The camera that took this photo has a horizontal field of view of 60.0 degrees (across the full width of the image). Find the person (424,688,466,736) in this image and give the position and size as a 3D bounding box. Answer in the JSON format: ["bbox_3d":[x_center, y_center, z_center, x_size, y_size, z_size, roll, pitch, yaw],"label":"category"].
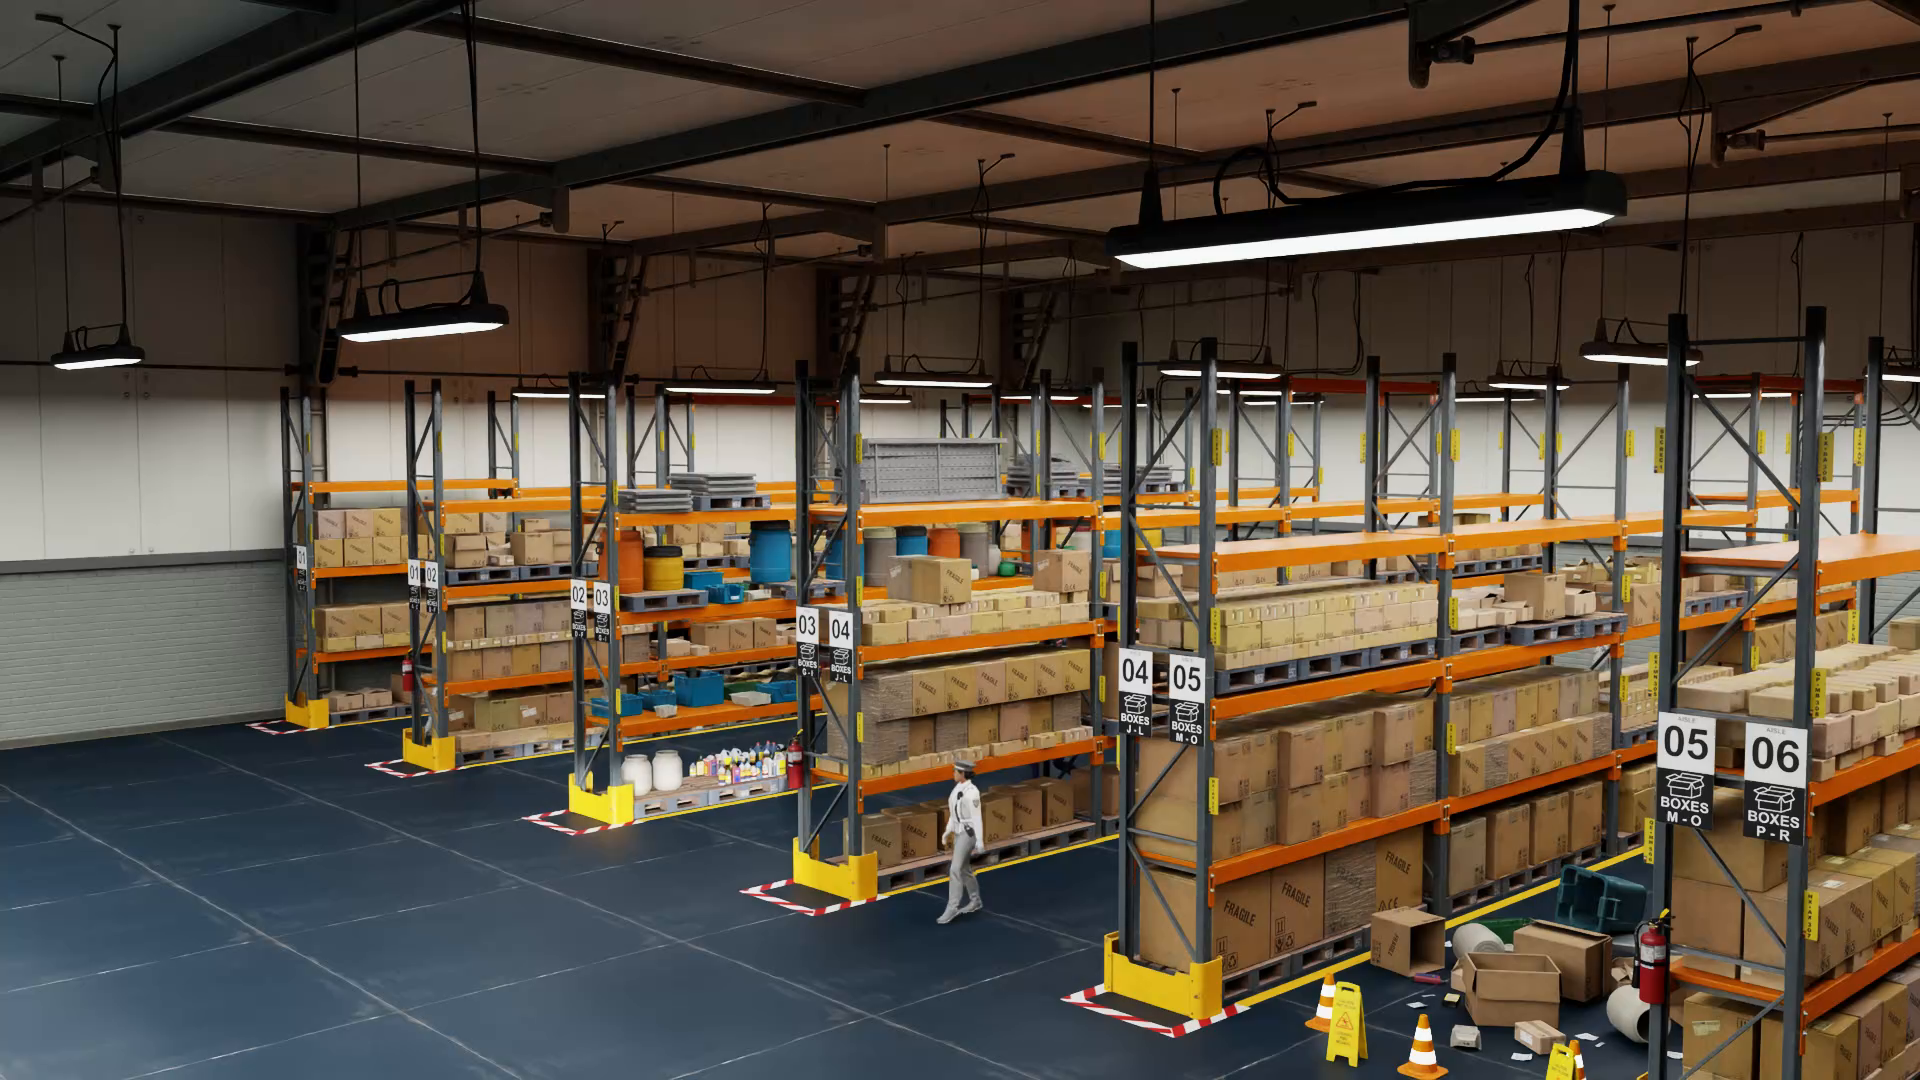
[{"bbox_3d":[-8.733,2.466,28.294,0.600,1.729,1.103,1,4,15],"label":"person"}]

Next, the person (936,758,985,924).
[{"bbox_3d":[-0.026,3.193,17.848,0.616,1.690,0.589,-1,4,-17],"label":"person"}]

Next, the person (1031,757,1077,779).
[{"bbox_3d":[1.329,2.835,23.912,0.912,1.595,0.504,-2,4,-34],"label":"person"}]

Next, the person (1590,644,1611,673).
[{"bbox_3d":[12.747,2.189,32.792,0.939,1.733,0.528,1,4,18],"label":"person"}]
